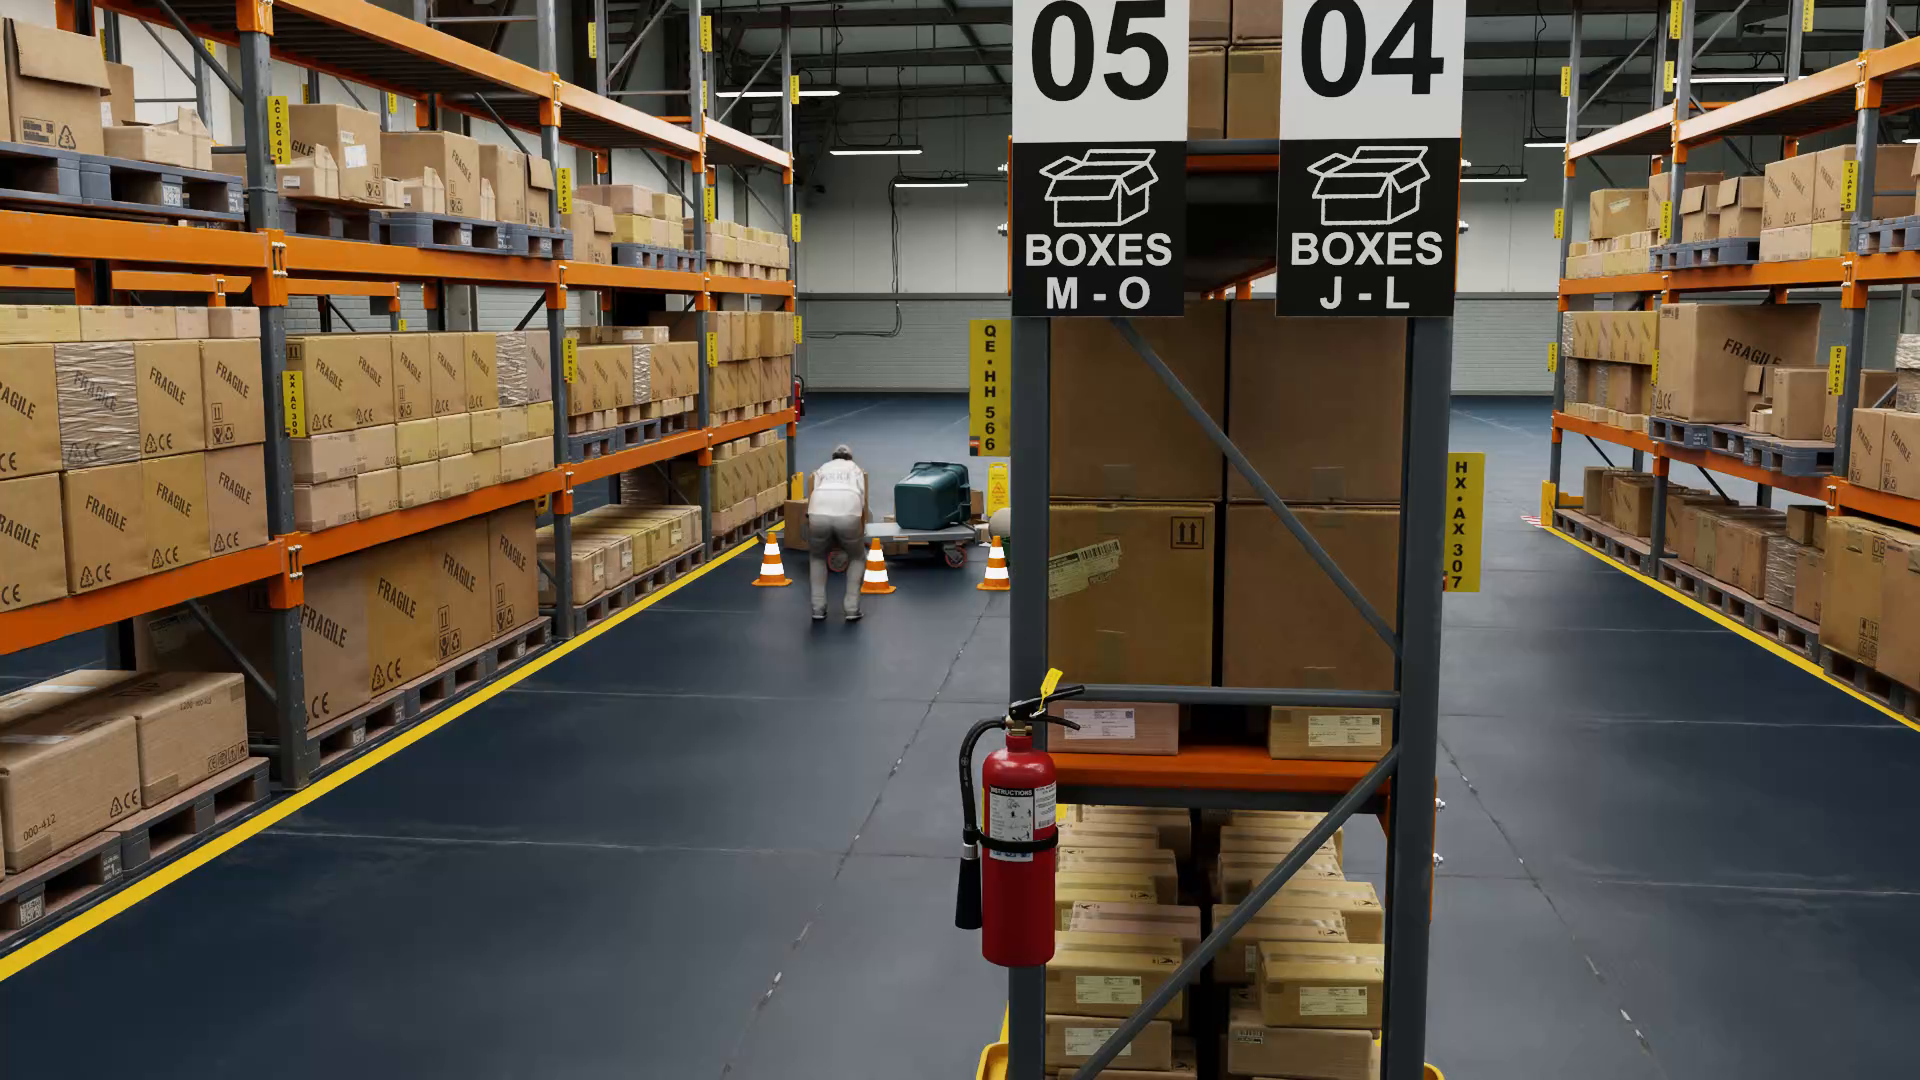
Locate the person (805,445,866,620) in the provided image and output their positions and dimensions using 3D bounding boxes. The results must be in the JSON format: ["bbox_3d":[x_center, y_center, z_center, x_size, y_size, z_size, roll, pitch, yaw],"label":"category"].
[{"bbox_3d":[-0.975,-0.065,13.429,0.464,1.363,0.858,1,8,5],"label":"person"}]
